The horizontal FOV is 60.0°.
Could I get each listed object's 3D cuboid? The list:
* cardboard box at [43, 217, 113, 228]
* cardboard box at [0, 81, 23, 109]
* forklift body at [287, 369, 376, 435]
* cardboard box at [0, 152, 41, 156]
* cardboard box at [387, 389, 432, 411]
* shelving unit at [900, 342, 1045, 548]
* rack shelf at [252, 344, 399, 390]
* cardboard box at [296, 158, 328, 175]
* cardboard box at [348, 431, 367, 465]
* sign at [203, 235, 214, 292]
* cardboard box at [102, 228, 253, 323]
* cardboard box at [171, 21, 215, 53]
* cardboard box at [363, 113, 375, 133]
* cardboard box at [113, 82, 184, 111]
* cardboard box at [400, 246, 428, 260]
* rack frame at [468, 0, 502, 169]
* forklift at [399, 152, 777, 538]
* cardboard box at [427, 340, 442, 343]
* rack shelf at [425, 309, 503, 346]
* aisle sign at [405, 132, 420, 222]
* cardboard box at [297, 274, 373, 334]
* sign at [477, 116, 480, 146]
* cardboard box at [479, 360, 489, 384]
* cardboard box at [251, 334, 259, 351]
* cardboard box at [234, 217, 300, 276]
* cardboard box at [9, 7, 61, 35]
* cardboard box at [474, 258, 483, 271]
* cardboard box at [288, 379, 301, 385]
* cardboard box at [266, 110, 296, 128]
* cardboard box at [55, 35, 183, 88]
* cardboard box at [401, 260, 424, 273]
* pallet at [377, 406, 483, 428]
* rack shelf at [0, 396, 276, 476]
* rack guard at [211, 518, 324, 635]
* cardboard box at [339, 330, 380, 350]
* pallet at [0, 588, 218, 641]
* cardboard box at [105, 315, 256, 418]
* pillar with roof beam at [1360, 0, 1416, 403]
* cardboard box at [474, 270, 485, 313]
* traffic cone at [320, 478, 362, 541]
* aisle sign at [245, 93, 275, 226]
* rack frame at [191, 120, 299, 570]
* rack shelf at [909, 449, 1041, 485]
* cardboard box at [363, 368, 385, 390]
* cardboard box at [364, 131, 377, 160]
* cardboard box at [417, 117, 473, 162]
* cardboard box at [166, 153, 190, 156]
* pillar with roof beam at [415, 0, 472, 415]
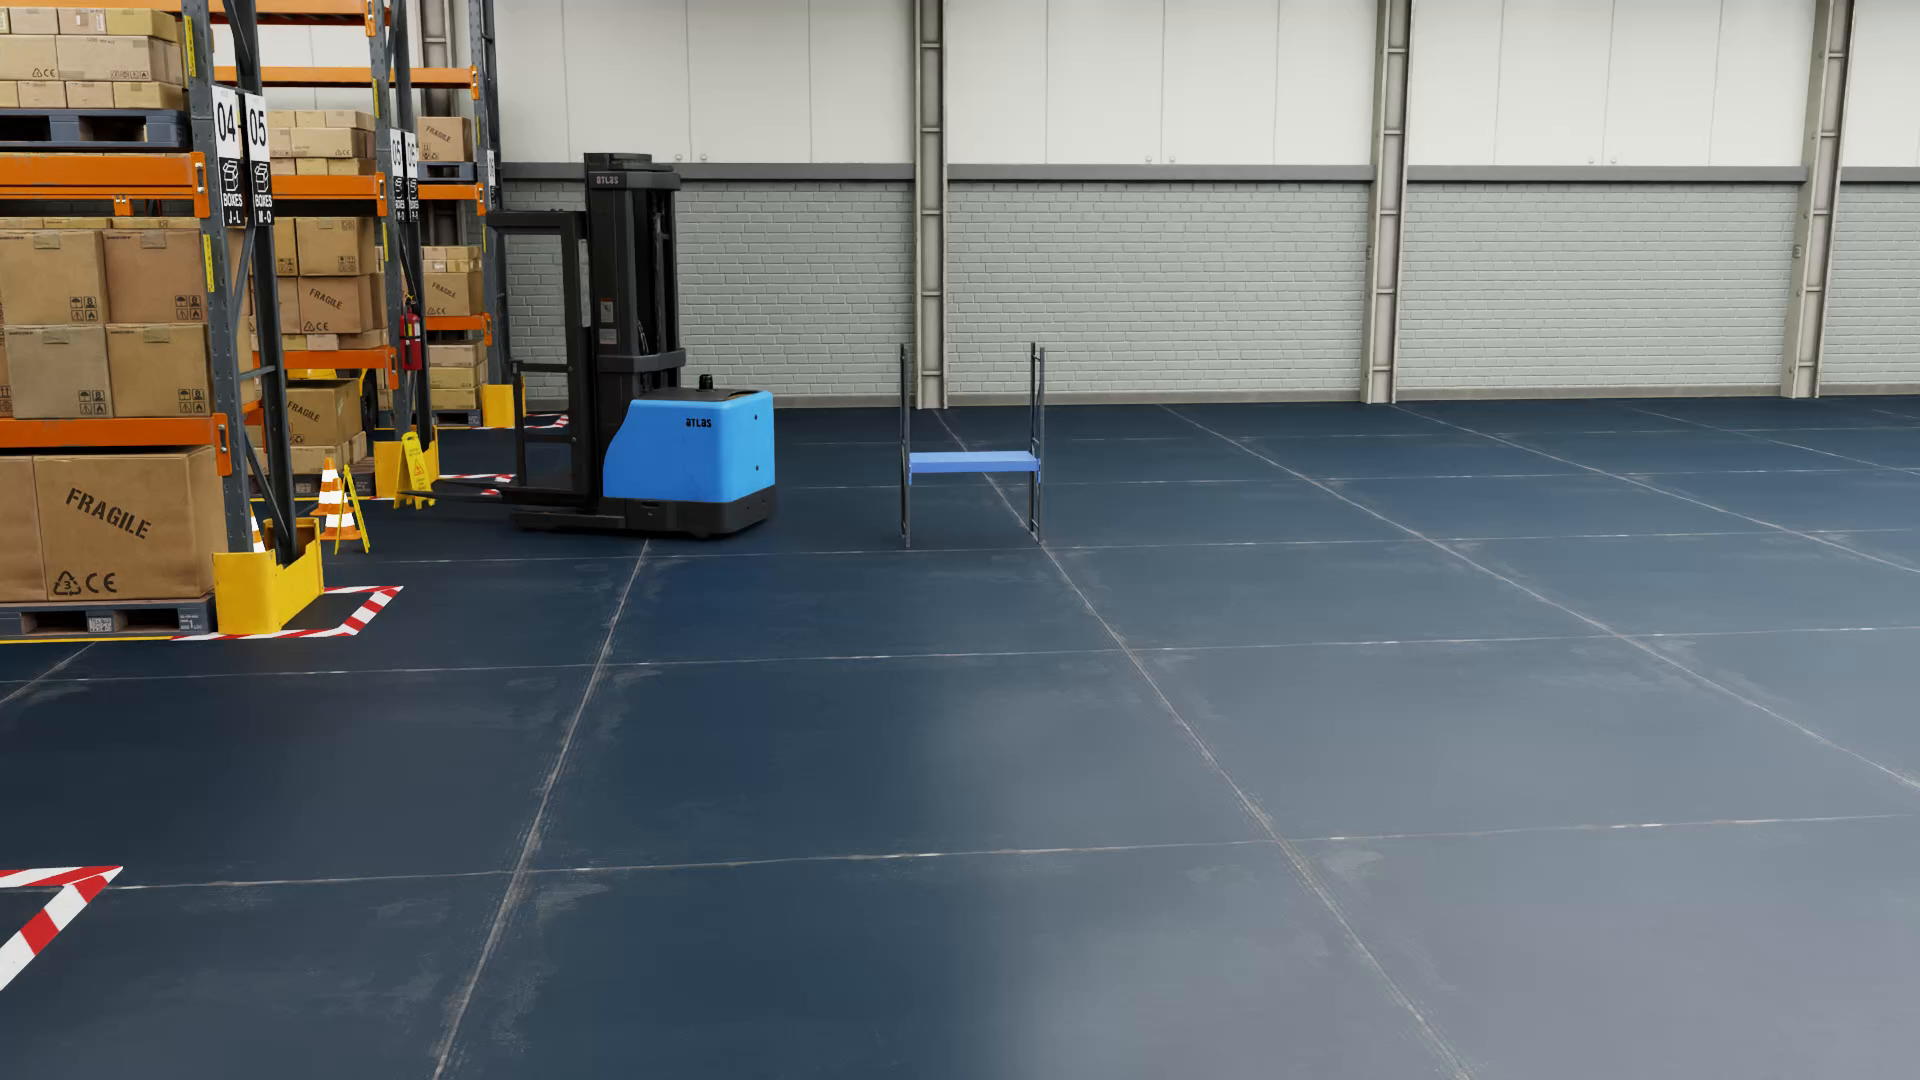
[{"bbox_3d":[-7.512,-2.543,14.406,0.500,0.500,0.700,-1,11,-7],"label":"cardboard box"},{"bbox_3d":[-5.425,-2.530,9.491,0.250,0.149,0.380,-1,11,-6],"label":"cardboard box"},{"bbox_3d":[-7.237,-2.108,18.013,1.214,2.155,2.313,-1,11,-6],"label":"forklift body"},{"bbox_3d":[-8.007,-3.392,14.186,0.500,0.250,0.500,-1,11,-7],"label":"cardboard box"},{"bbox_3d":[-6.477,-1.691,19.735,0.500,0.250,0.500,-1,11,-6],"label":"cardboard box"},{"bbox_3d":[0.085,-0.738,12.732,1.048,1.500,0.538,-1,11,-6],"label":"shelving unit"},{"bbox_3d":[-6.997,-1.567,14.928,4.000,0.370,1.077,-1,11,-6],"label":"rack shelf"},{"bbox_3d":[-5.577,-3.238,14.436,0.250,0.149,0.380,-1,11,-6],"label":"cardboard box"},{"bbox_3d":[-5.841,-0.855,15.479,0.500,0.250,0.500,-1,11,-7],"label":"cardboard box"},{"bbox_3d":[-4.329,-1.594,9.587,0.005,0.325,0.100,-1,11,-6],"label":"sign"},{"bbox_3d":[-4.747,-1.618,10.132,0.550,0.550,0.875,-1,11,-6],"label":"cardboard box"},{"bbox_3d":[-4.740,-3.063,10.135,0.250,0.149,0.380,-1,11,-5],"label":"cardboard box"},{"bbox_3d":[-5.384,-3.733,14.889,0.250,0.149,0.380,-1,11,-6],"label":"cardboard box"},{"bbox_3d":[-4.668,-2.546,9.571,0.250,0.149,0.380,-1,11,-6],"label":"cardboard box"},{"bbox_3d":[-6.381,-3.357,19.457,0.250,0.149,0.380,-1,11,-5],"label":"cardboard box"},{"bbox_3d":[-5.549,-5.857,19.333,0.127,3.000,1.000,-1,11,-6],"label":"rack frame"},{"bbox_3d":[-3.074,-1.589,13.354,3.031,2.935,1.130,3,12,16],"label":"forklift"},{"bbox_3d":[-6.543,-2.276,20.117,0.500,0.250,0.500,-1,11,-6],"label":"cardboard box"},{"bbox_3d":[-7.537,-2.519,19.769,4.000,0.370,1.077,-1,11,-6],"label":"rack shelf"},{"bbox_3d":[-4.981,-3.298,15.128,0.004,0.787,0.394,-1,11,-6],"label":"aisle sign"},{"bbox_3d":[-5.519,-2.092,14.705,0.500,0.500,0.500,-1,11,-7],"label":"cardboard box"},{"bbox_3d":[-5.504,-4.677,19.014,0.005,0.325,0.100,-1,11,-6],"label":"sign"},{"bbox_3d":[-6.038,-2.046,20.241,0.500,0.250,0.500,-1,11,-5],"label":"cardboard box"},{"bbox_3d":[-6.107,-1.751,14.648,0.250,0.149,0.380,-1,11,-5],"label":"cardboard box"},{"bbox_3d":[-5.997,-2.586,14.622,0.500,0.500,0.700,-1,11,-6],"label":"cardboard box"},{"bbox_3d":[-5.175,-2.927,9.441,0.250,0.149,0.380,-1,11,-5],"label":"cardboard box"},{"bbox_3d":[-5.914,-3.323,20.057,0.250,0.149,0.380,-1,11,-8],"label":"cardboard box"},{"bbox_3d":[-6.383,-1.210,15.344,0.500,0.500,0.500,-2,11,-8],"label":"cardboard box"},{"bbox_3d":[-5.825,-3.631,14.369,0.250,0.149,0.380,-1,11,-7],"label":"cardboard box"},{"bbox_3d":[-4.830,-2.750,9.574,0.500,0.250,0.500,-1,11,-5],"label":"cardboard box"},{"bbox_3d":[-6.378,-3.215,19.506,0.250,0.149,0.380,-1,11,-5],"label":"cardboard box"},{"bbox_3d":[-6.304,-1.521,20.059,1.213,0.211,1.003,-1,11,-6],"label":"pallet"},{"bbox_3d":[-6.362,-0.620,10.110,4.000,0.370,1.077,-1,11,-6],"label":"rack shelf"},{"bbox_3d":[-4.350,0.212,10.496,0.348,0.500,1.175,-1,11,-6],"label":"rack guard"},{"bbox_3d":[-5.357,-1.790,14.846,0.250,0.149,0.380,-1,11,-4],"label":"cardboard box"},{"bbox_3d":[-5.160,0.386,10.360,1.213,0.211,1.003,-1,11,-6],"label":"pallet"},{"bbox_3d":[-4.738,-1.072,10.154,0.550,0.550,0.875,-1,11,-6],"label":"cardboard box"},{"bbox_3d":[6.057,-5.440,17.210,0.400,9.000,9.100,-1,11,-6],"label":"pillar with roof beam"},{"bbox_3d":[-6.071,-3.005,20.120,0.500,0.500,0.500,-1,11,-4],"label":"cardboard box"},{"bbox_3d":[-4.839,-0.255,12.964,0.334,0.463,0.336,-1,11,-6],"label":"traffic cone"},{"bbox_3d":[-4.336,-2.349,10.302,0.004,0.787,0.394,-1,11,-6],"label":"aisle sign"},{"bbox_3d":[-4.374,-1.014,10.252,0.127,3.000,1.000,-1,11,-6],"label":"rack frame"},{"bbox_3d":[0.085,-0.561,12.767,1.000,0.185,0.538,-1,11,-6],"label":"rack shelf"},{"bbox_3d":[-7.009,-1.922,19.614,0.500,0.250,0.500,-1,11,-7],"label":"cardboard box"},{"bbox_3d":[-5.537,-3.546,14.973,0.500,0.250,0.500,-1,11,-7],"label":"cardboard box"},{"bbox_3d":[-5.962,-4.633,19.278,0.500,0.500,0.500,-1,11,-4],"label":"cardboard box"},{"bbox_3d":[-6.504,-3.422,14.338,0.500,0.250,0.500,-1,11,-4],"label":"cardboard box"},{"bbox_3d":[-5.873,-5.190,15.939,0.400,9.000,9.100,-1,11,-6],"label":"pillar with roof beam"}]
